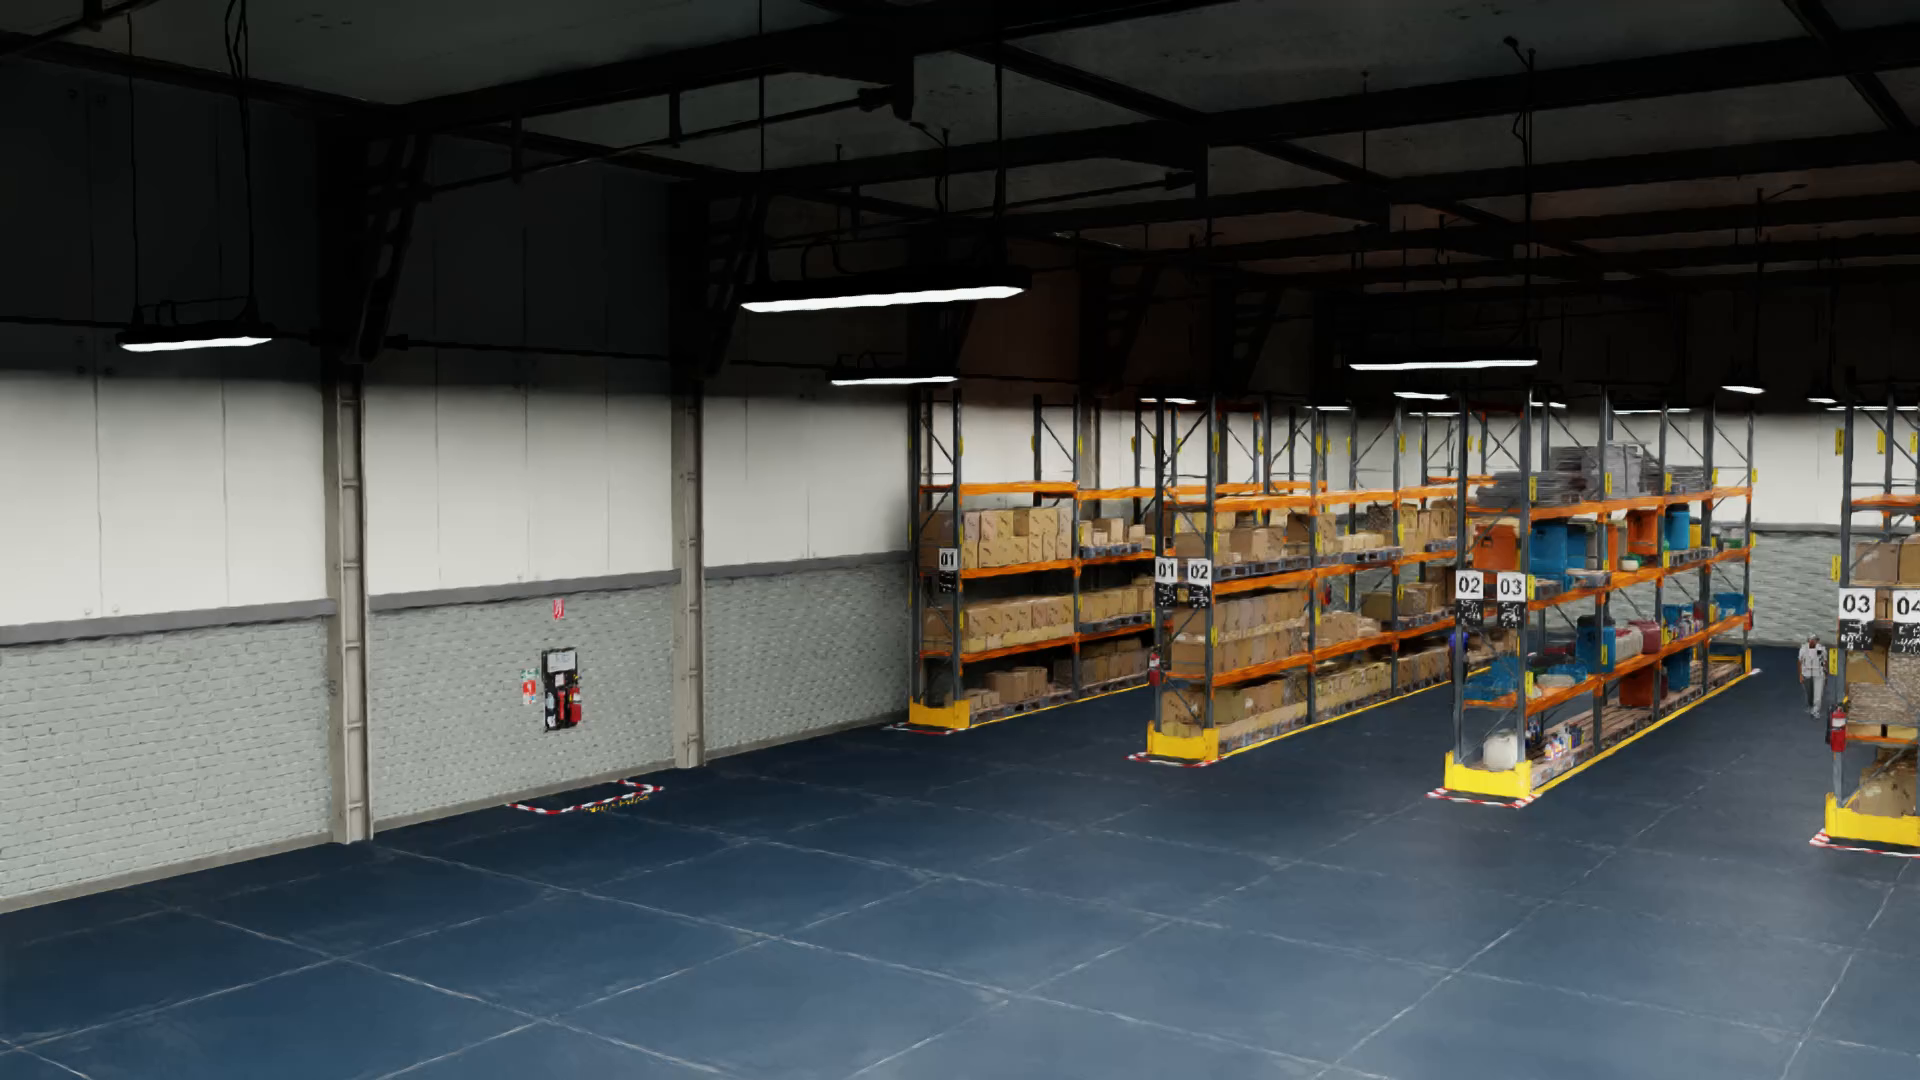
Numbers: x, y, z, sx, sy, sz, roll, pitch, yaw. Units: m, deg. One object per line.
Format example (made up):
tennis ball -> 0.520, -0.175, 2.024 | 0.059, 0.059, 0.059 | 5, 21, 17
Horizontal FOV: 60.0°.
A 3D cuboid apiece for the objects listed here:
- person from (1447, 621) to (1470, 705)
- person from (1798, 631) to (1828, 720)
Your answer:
person -> 9.580, 2.336, 32.062 | 0.497, 1.661, 0.467 | -1, 4, -24
person -> 15.637, 2.459, 30.504 | 0.497, 1.583, 1.090 | 3, 4, 38
